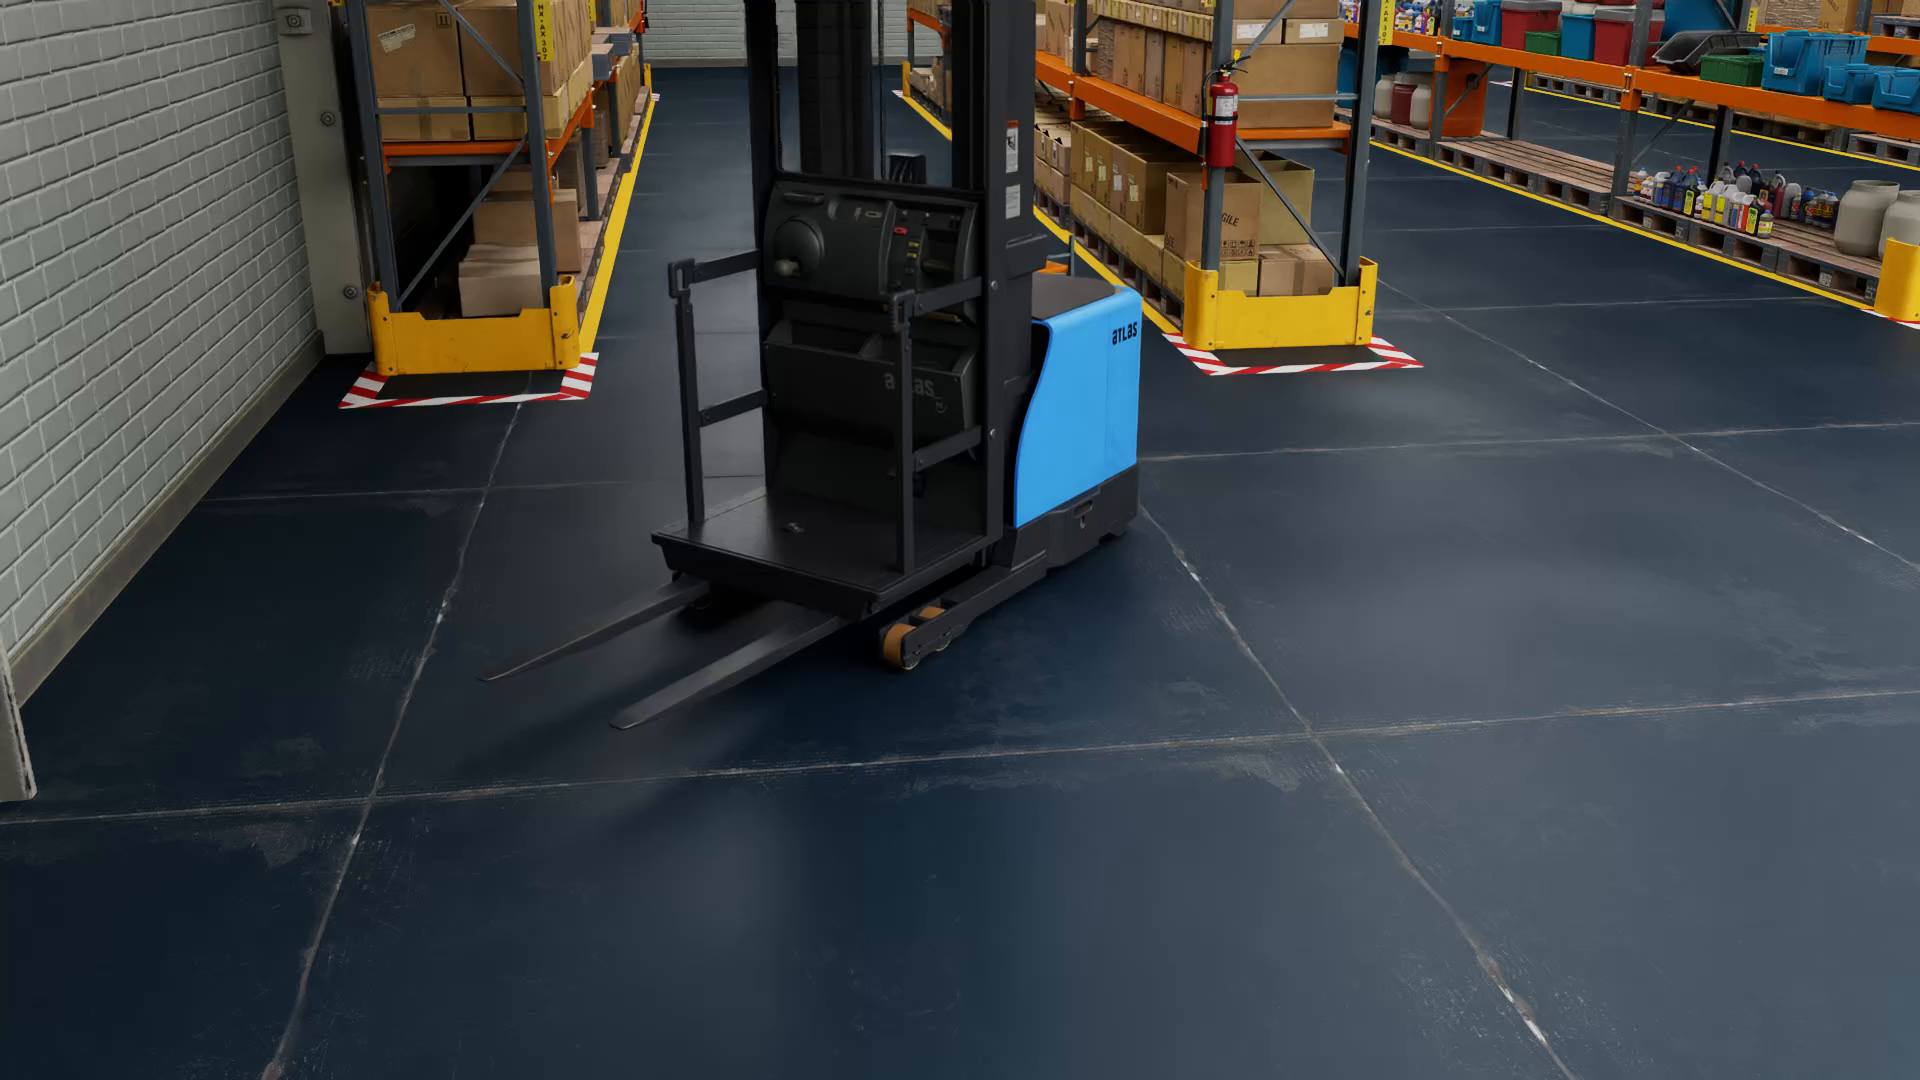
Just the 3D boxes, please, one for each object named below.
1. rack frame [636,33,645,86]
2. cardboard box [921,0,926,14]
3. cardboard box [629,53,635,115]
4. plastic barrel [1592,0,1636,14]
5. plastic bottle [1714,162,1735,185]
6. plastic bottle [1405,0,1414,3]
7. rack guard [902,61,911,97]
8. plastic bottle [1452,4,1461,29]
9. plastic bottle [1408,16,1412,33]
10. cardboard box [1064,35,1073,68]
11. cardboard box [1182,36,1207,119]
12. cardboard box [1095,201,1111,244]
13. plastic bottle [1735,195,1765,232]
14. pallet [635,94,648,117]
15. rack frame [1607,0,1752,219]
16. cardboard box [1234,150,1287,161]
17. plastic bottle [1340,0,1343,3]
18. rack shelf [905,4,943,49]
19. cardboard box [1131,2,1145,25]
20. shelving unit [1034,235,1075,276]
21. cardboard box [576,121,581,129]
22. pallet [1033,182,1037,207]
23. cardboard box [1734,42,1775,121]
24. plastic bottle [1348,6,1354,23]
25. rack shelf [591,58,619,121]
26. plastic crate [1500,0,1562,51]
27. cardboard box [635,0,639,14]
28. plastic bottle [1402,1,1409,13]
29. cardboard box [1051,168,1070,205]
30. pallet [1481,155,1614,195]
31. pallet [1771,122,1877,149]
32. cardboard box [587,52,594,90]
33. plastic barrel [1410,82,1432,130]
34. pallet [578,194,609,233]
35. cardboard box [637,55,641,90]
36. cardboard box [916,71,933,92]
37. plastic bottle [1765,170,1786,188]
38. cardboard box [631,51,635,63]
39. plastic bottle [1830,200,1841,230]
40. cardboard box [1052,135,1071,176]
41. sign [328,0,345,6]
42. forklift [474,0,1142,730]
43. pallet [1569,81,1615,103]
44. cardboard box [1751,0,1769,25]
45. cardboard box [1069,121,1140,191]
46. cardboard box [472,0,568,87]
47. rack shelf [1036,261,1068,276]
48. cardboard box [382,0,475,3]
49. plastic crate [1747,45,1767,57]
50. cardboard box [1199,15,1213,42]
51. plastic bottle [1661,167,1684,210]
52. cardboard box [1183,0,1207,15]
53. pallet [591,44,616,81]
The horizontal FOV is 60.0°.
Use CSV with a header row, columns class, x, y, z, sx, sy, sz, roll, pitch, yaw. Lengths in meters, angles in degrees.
class,x,y,z,sx,sy,sz,roll,pitch,yaw
rack frame,-5.191,-7.973,24.277,1.000,3.000,0.127,-3,21,-8
cardboard box,-0.267,-7.579,23.078,0.500,0.500,0.500,-3,21,-7
cardboard box,-4.392,-5.559,20.286,0.750,0.750,0.750,-3,21,-7
plastic barrel,6.316,-4.978,16.063,0.433,0.535,0.433,0,20,0
plastic bottle,6.578,-3.068,14.299,0.144,0.351,0.185,-3,21,-8
plastic bottle,5.672,-6.699,20.936,0.144,0.351,0.185,-3,21,-8
rack guard,-0.278,-7.027,25.316,1.175,0.500,0.348,-3,21,-8
plastic bottle,5.902,-6.217,19.741,0.061,0.283,0.133,-3,21,-8
plastic bottle,5.212,-5.950,19.145,0.097,0.201,0.097,0,20,0
cardboard box,1.132,-4.302,14.639,0.396,0.266,0.258,-3,21,-9
cardboard box,1.882,-3.075,11.020,0.700,0.500,0.500,-2,21,-6
cardboard box,1.341,-2.456,12.833,0.500,0.250,0.500,-3,21,-8
plastic bottle,6.211,-2.566,13.062,0.152,0.276,0.135,-3,21,-7
pallet,-4.825,-5.972,22.905,1.003,0.211,1.213,-3,21,-8
rack frame,6.343,-4.318,14.490,1.000,3.000,0.127,-3,21,-8
cardboard box,2.001,-2.487,11.845,0.500,0.500,0.500,-3,21,-8
plastic bottle,4.925,-6.913,21.507,0.144,0.351,0.185,-3,21,-8
rack shelf,-0.001,-7.195,23.221,1.077,0.370,4.000,-3,21,-8
cardboard box,1.477,-3.871,12.225,0.380,0.149,0.250,-4,21,-9
shelving unit,0.266,-0.846,7.767,0.258,1.200,0.503,-15,25,-34
cardboard box,-3.783,-3.965,15.416,0.500,0.250,0.500,-3,21,-8
pallet,1.116,-3.440,16.124,1.003,0.211,1.213,-3,21,-8
cardboard box,10.467,-5.703,20.635,1.225,0.875,0.875,-3,21,-8
plastic bottle,4.936,-6.613,20.920,0.097,0.201,0.097,0,20,0
rack shelf,-3.749,-4.174,15.132,1.077,0.370,4.000,-3,21,-8
plastic crate,5.696,-5.158,16.648,0.402,0.464,0.583,-3,21,-8
cardboard box,-4.991,-7.686,23.080,0.980,0.700,0.700,-3,21,-8
plastic bottle,5.571,-6.594,20.767,0.097,0.271,0.097,0,20,0
cardboard box,1.094,-3.107,14.578,0.500,0.250,0.500,-3,21,-8
pallet,6.012,-3.705,16.834,1.003,0.211,1.213,-3,21,-8
pallet,10.628,-4.923,20.096,1.003,0.211,1.213,-3,21,-8
cardboard box,-3.093,-3.609,12.777,0.500,0.250,0.500,-3,21,-8
plastic barrel,5.509,-5.094,19.523,0.421,0.512,0.421,0,20,0
pallet,-3.575,-2.782,14.362,1.003,0.211,1.213,-3,21,-8
cardboard box,-4.991,-6.762,24.005,0.700,0.500,0.500,-3,21,-8
cardboard box,-0.348,-6.594,23.884,0.500,0.250,0.500,-3,21,-8
plastic bottle,6.795,-2.897,13.841,0.144,0.351,0.185,-3,21,-8
cardboard box,-4.565,-6.490,22.352,0.380,0.149,0.250,-4,21,-9
plastic bottle,6.952,-2.589,13.116,0.061,0.283,0.133,-3,21,-7
cardboard box,1.098,-3.367,14.471,0.500,0.311,0.500,-3,21,-8
sign,-3.436,-3.103,9.130,0.100,0.325,0.005,-3,21,-8
forklift,-0.457,-1.096,5.960,1.130,2.935,3.031,13,24,31
pallet,9.879,-6.722,24.912,1.003,0.211,1.213,-3,21,-8
cardboard box,10.134,-6.687,20.689,0.500,0.500,0.500,-3,21,-7
cardboard box,1.197,-3.153,13.629,0.500,0.500,0.500,-3,21,-8
cardboard box,-2.717,-3.076,10.279,0.500,0.500,0.500,-3,21,-8
rack shelf,0.266,-1.214,7.630,0.258,0.148,0.480,-15,25,-34
cardboard box,-3.225,-3.051,10.212,0.500,0.500,0.500,-3,21,-7
plastic crate,6.771,-3.879,13.527,0.499,0.251,0.616,-3,21,-8
cardboard box,1.734,-3.249,10.557,0.380,0.149,0.250,-2,21,-6
plastic bottle,6.048,-2.983,14.072,0.144,0.351,0.185,-2,21,-6
cardboard box,1.874,-3.702,10.843,0.700,0.500,0.500,-3,21,-9
pallet,-3.427,-4.000,13.914,1.003,0.211,1.213,-3,21,-8
